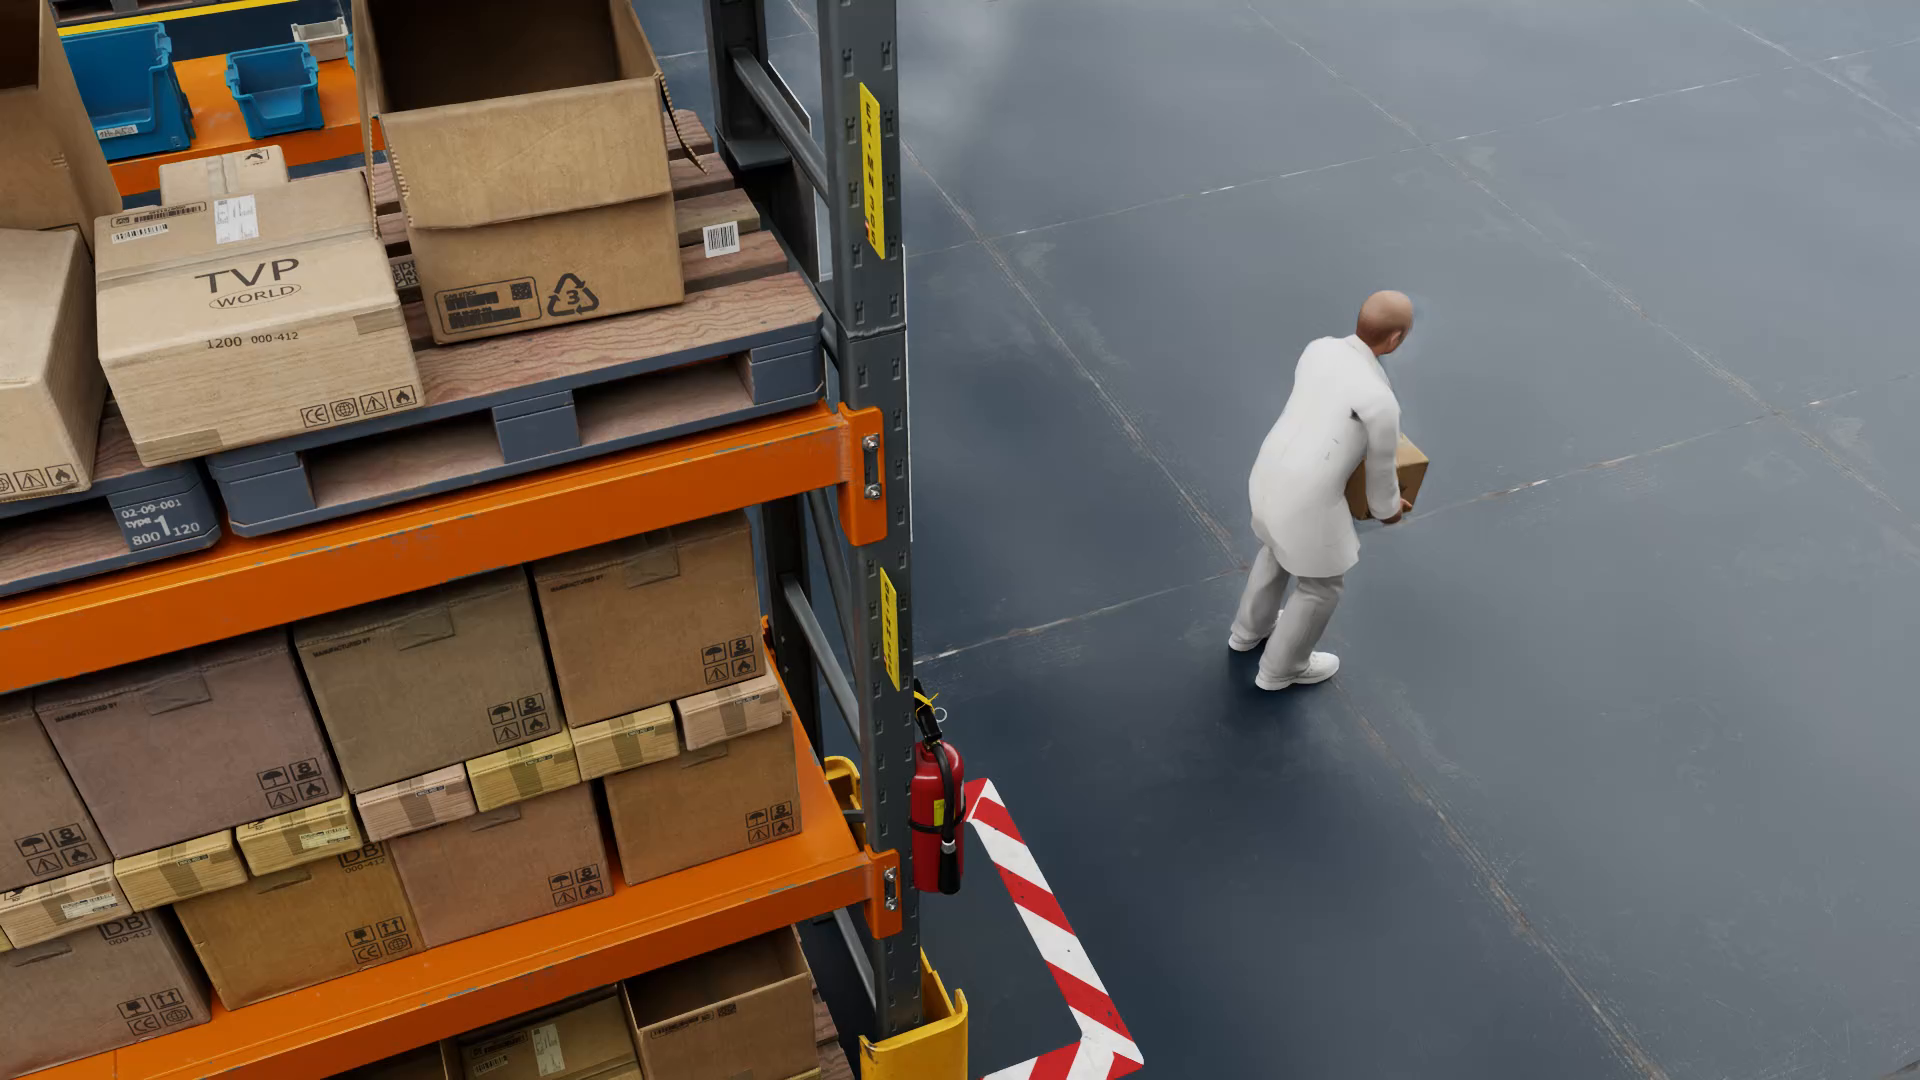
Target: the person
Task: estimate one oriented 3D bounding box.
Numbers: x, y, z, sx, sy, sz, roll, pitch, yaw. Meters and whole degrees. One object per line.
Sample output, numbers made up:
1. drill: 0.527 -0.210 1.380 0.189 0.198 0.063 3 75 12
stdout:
1. person: 1.425 -0.183 6.428 0.618 1.720 0.541 -16 44 -17
